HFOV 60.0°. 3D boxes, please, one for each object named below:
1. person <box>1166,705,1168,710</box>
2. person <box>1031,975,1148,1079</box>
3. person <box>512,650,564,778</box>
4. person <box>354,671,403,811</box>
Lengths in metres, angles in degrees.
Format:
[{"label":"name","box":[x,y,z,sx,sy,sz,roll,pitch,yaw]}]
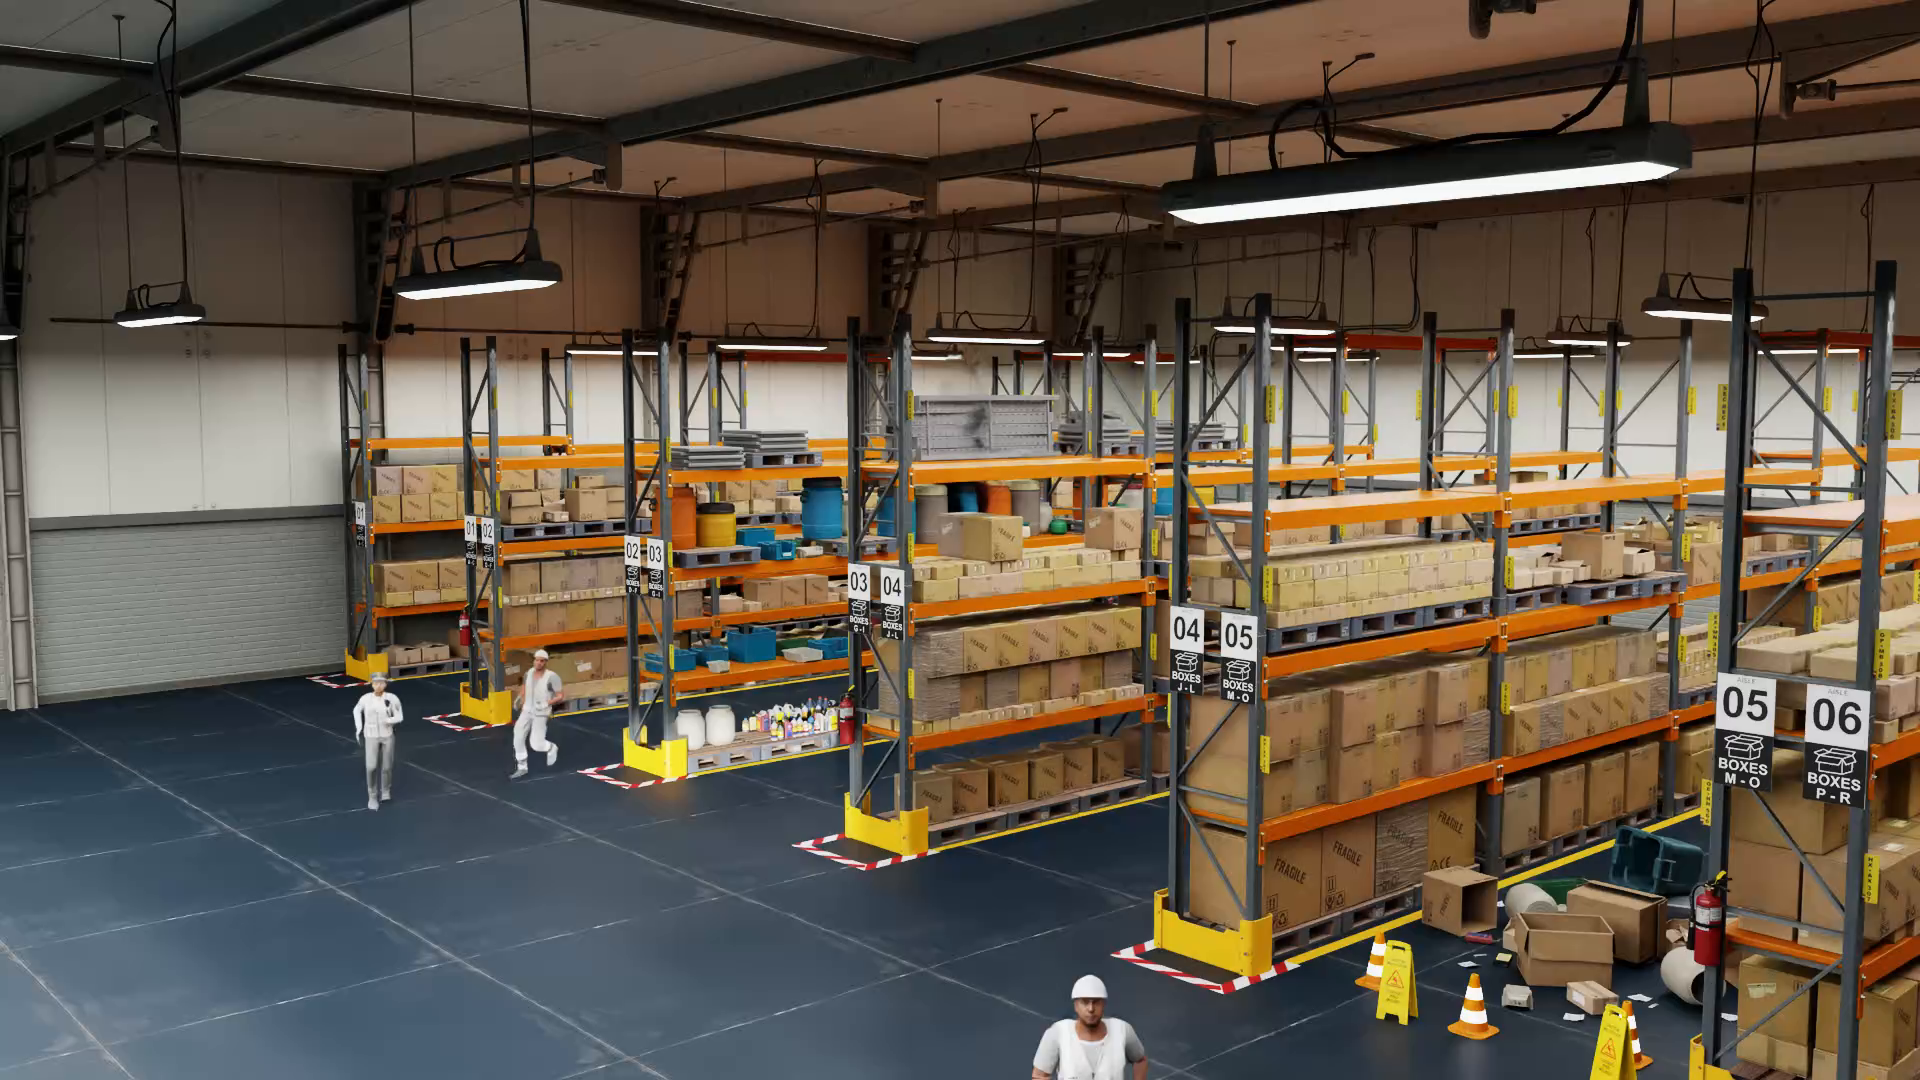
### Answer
[{"label":"person","box":[3.184,2.130,24.645,0.608,1.635,0.565,-4,7,-41]},{"label":"person","box":[0.763,3.417,9.741,0.697,1.759,0.898,0,5,1]},{"label":"person","box":[-5.663,2.320,22.405,0.676,1.708,0.648,2,5,21]},{"label":"person","box":[-7.202,2.480,20.621,0.580,1.726,0.696,-2,5,-20]}]
